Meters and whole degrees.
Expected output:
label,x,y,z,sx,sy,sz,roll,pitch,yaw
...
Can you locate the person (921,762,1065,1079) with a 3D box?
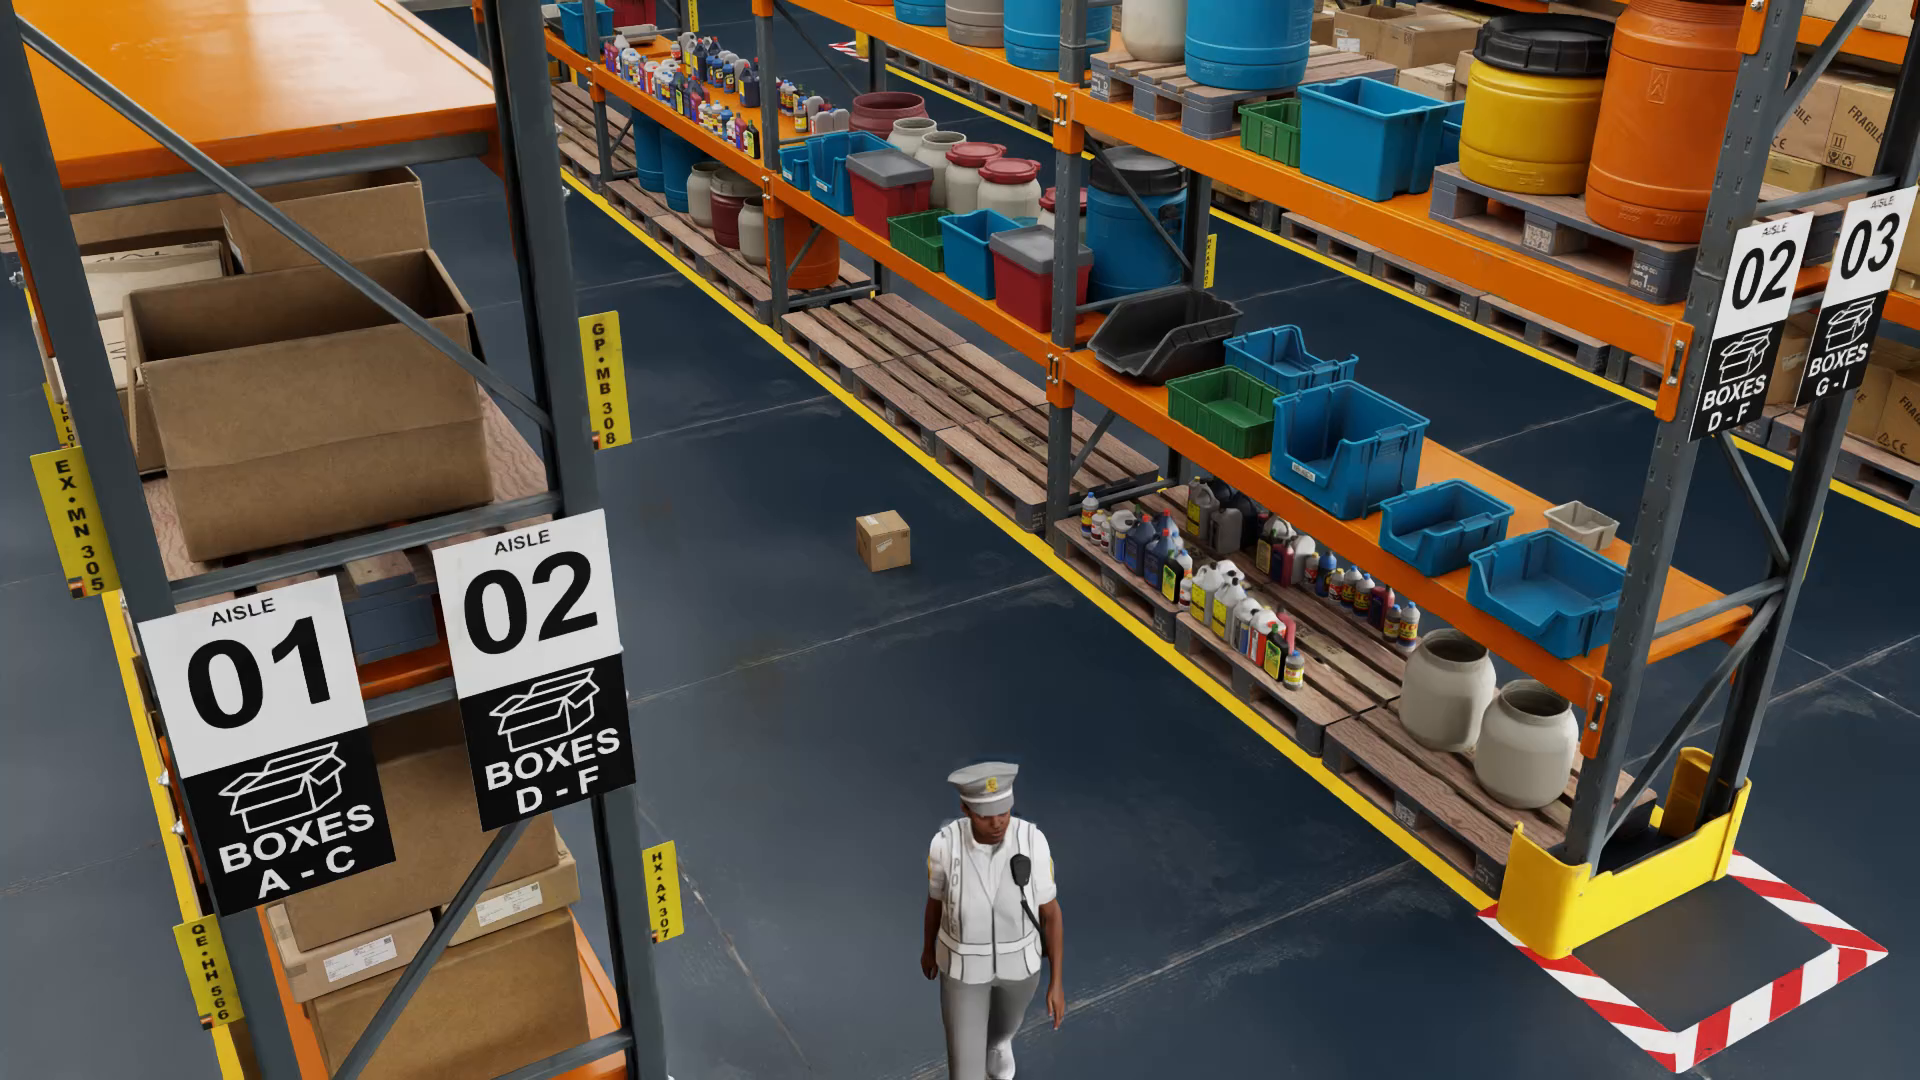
label,x,y,z,sx,sy,sz,roll,pitch,yaw
person,0.120,1.505,5.821,0.482,1.630,0.958,-3,29,-6
